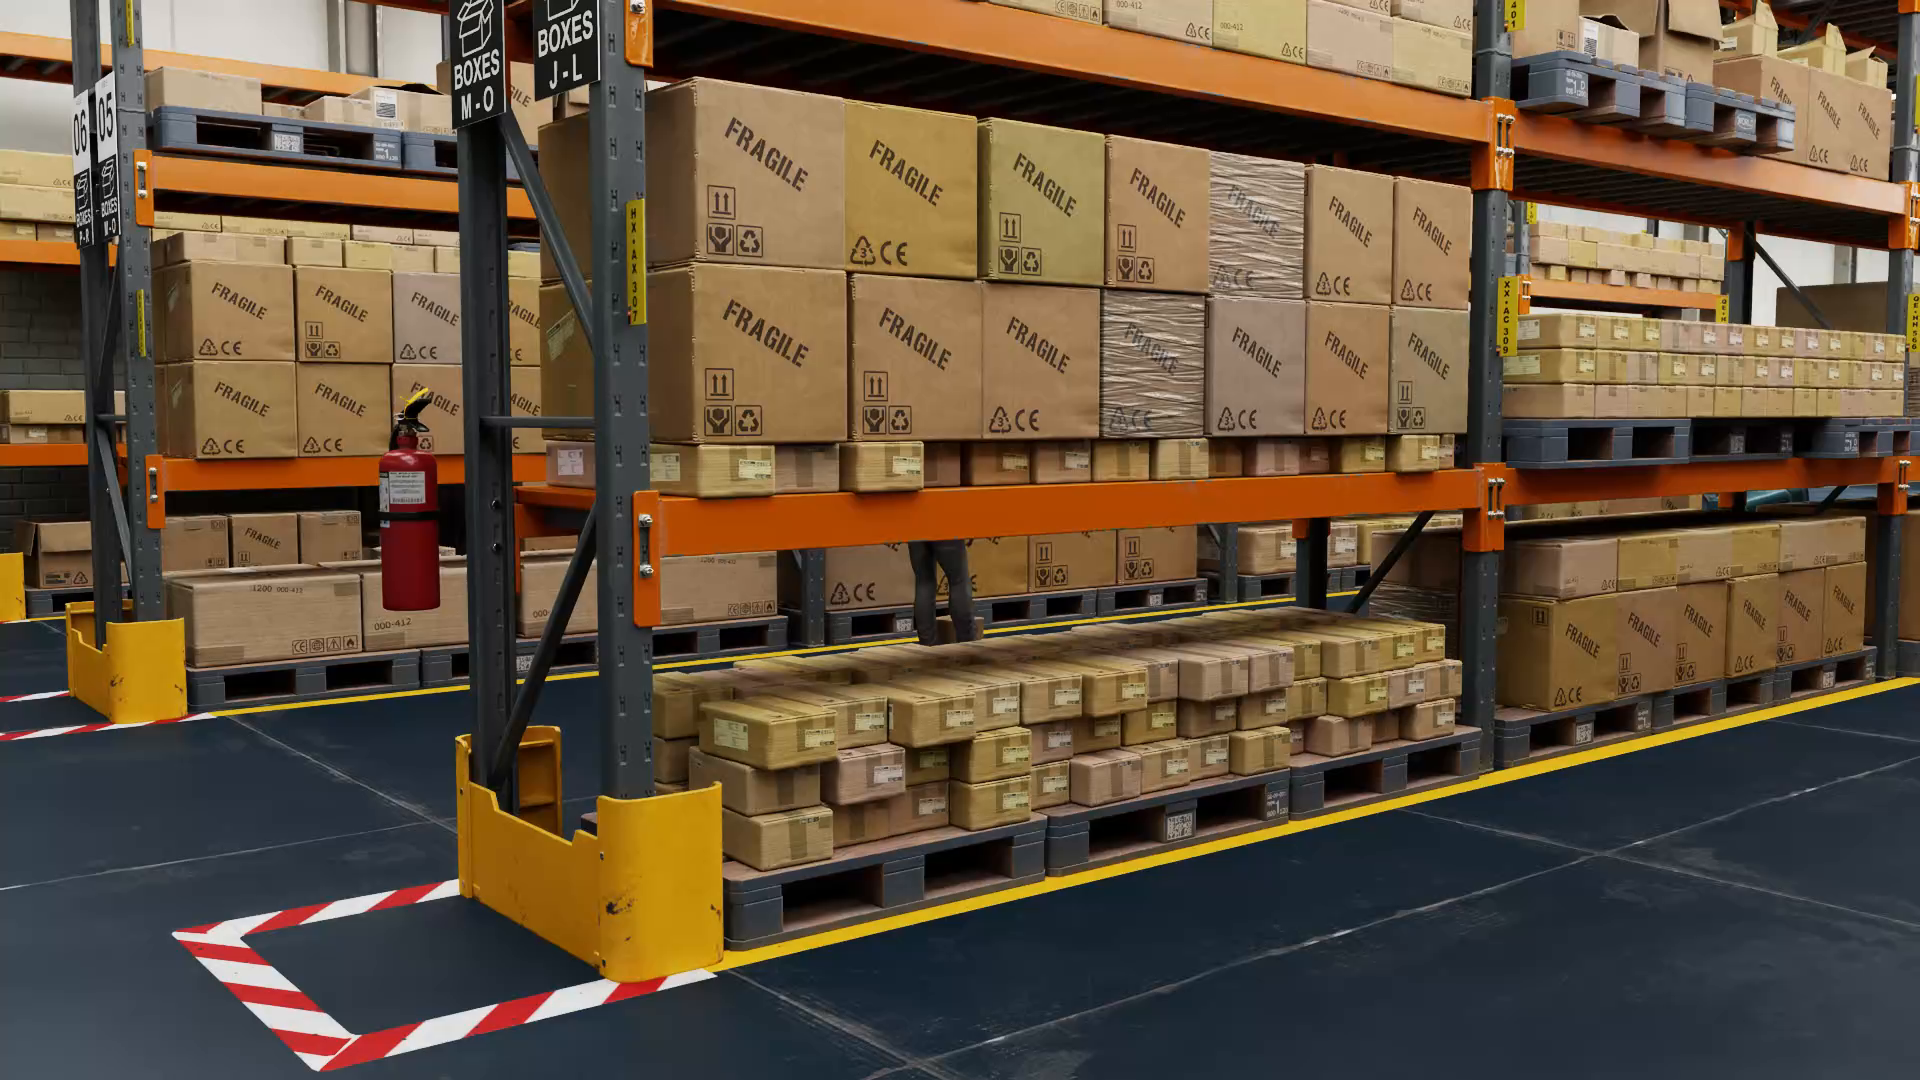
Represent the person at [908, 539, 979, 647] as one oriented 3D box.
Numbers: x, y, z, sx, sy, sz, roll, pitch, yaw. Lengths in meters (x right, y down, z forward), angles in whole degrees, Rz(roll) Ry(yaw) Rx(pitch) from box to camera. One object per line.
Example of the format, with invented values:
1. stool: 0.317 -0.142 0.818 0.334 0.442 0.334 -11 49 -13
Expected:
1. person: -0.103 -0.080 10.208 0.569 1.657 0.502 3 6 37
